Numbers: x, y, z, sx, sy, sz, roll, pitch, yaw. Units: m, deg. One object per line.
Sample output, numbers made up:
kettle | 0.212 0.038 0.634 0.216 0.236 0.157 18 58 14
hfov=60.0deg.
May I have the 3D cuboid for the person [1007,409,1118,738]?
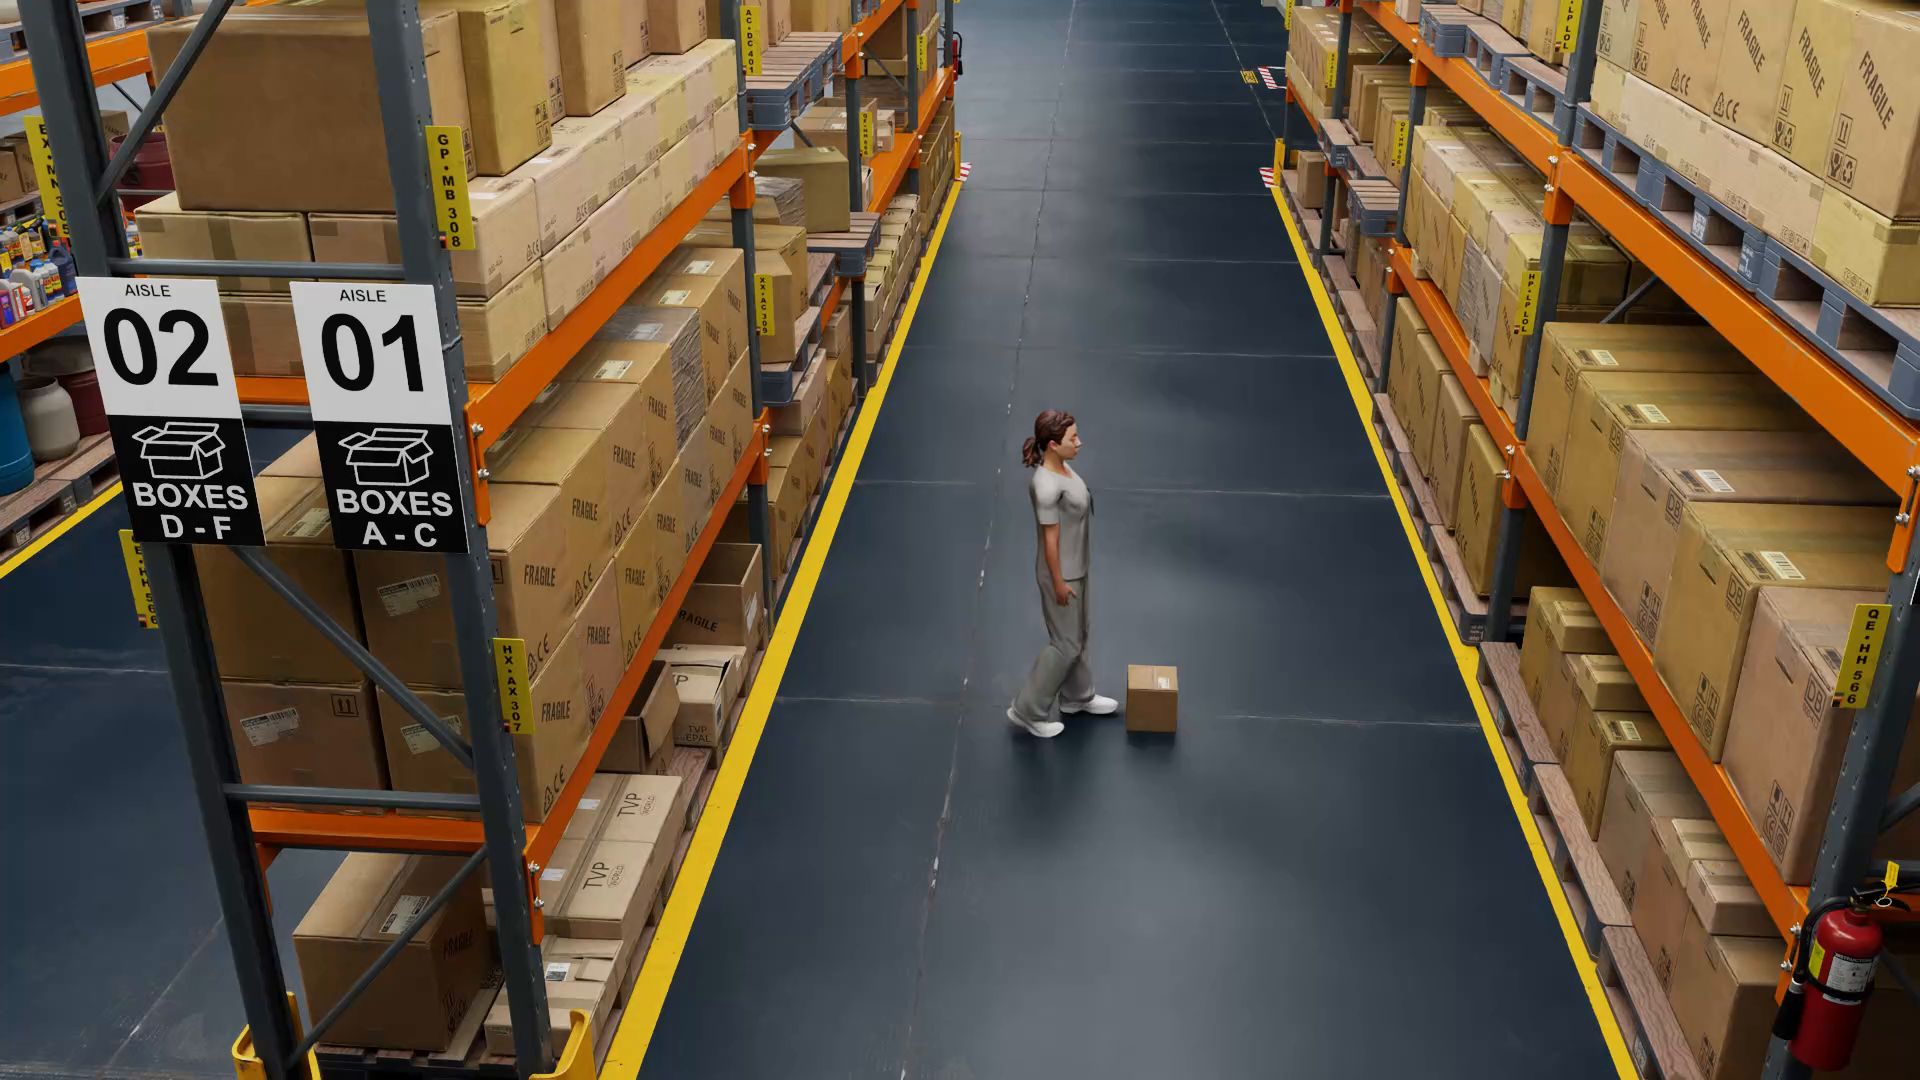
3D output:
person | 0.537 0.160 8.262 0.540 1.680 0.487 5 25 11
